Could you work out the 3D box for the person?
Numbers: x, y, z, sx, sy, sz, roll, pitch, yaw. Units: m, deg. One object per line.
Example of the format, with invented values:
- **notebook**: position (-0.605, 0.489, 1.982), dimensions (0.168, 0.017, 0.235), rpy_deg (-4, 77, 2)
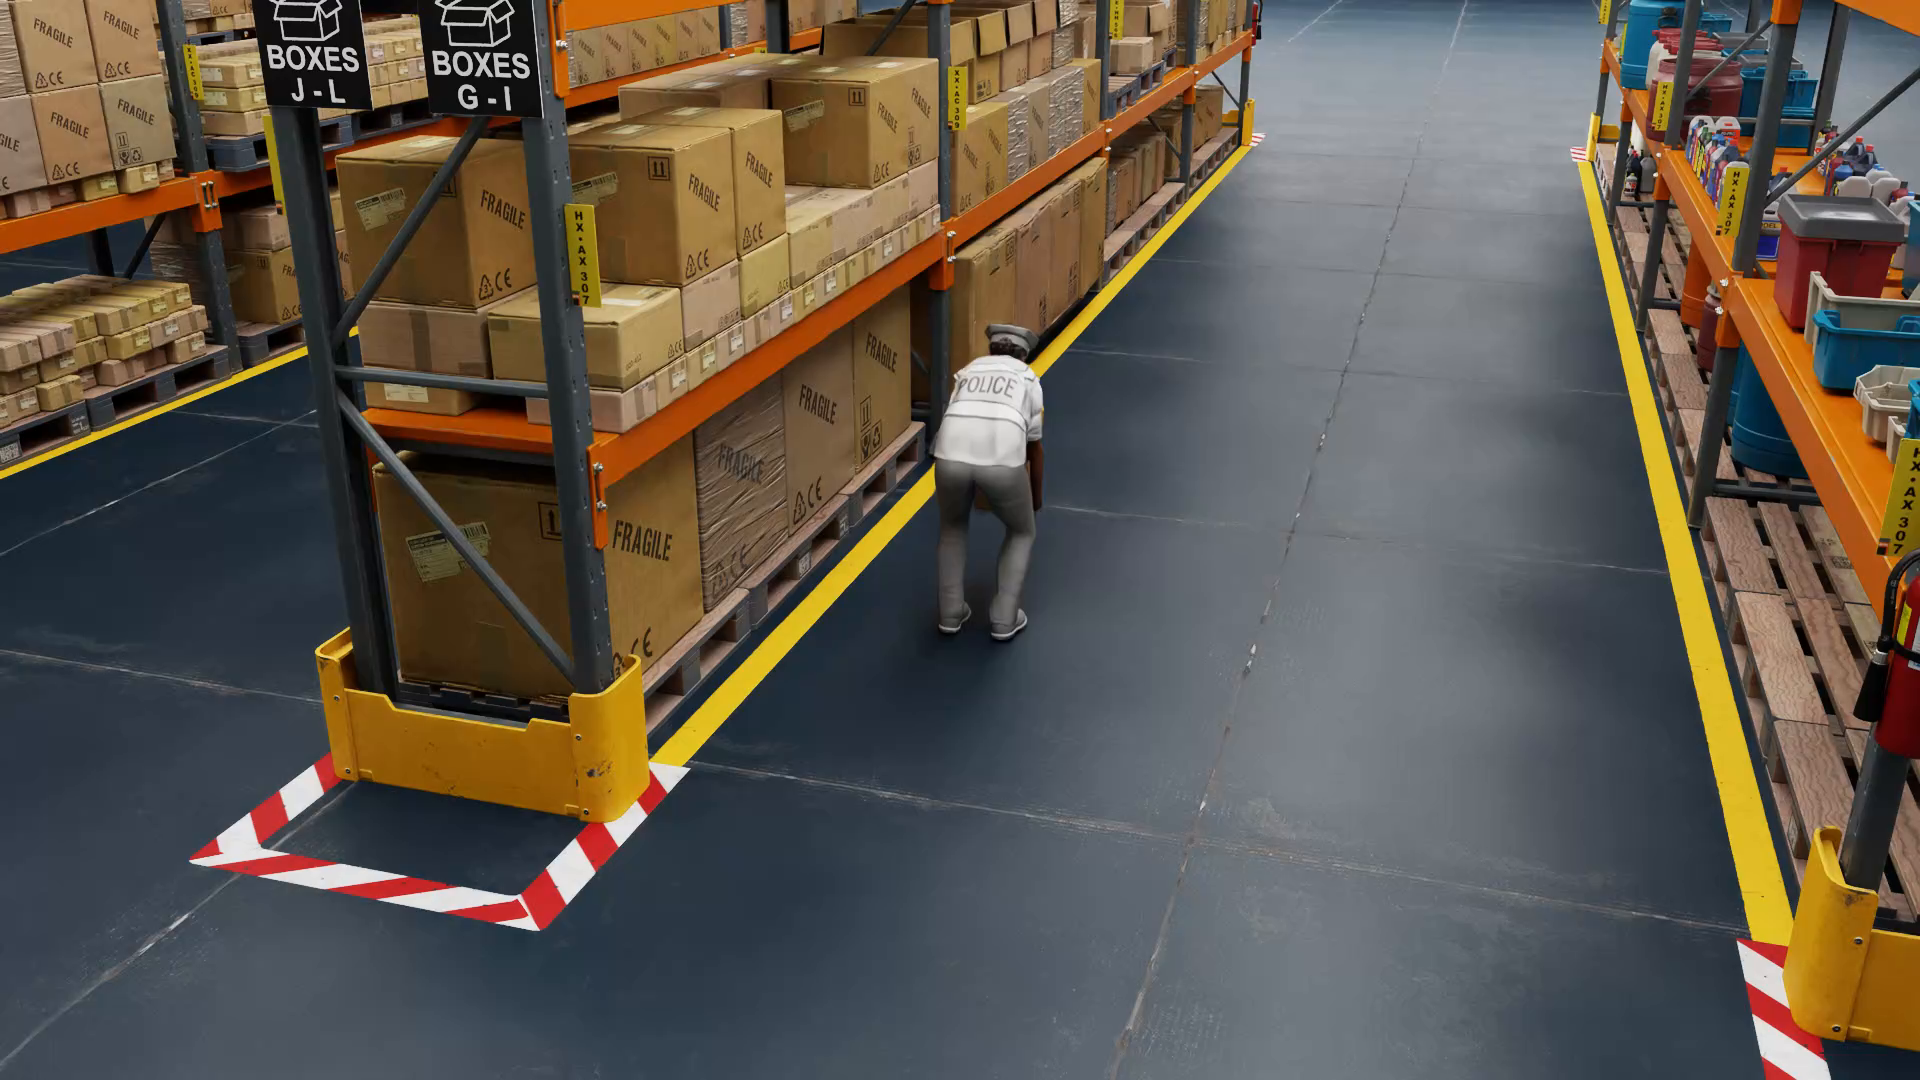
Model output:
- **person**: position (0.149, -0.269, 7.299), dimensions (0.430, 1.257, 0.901), rpy_deg (6, 23, 14)
